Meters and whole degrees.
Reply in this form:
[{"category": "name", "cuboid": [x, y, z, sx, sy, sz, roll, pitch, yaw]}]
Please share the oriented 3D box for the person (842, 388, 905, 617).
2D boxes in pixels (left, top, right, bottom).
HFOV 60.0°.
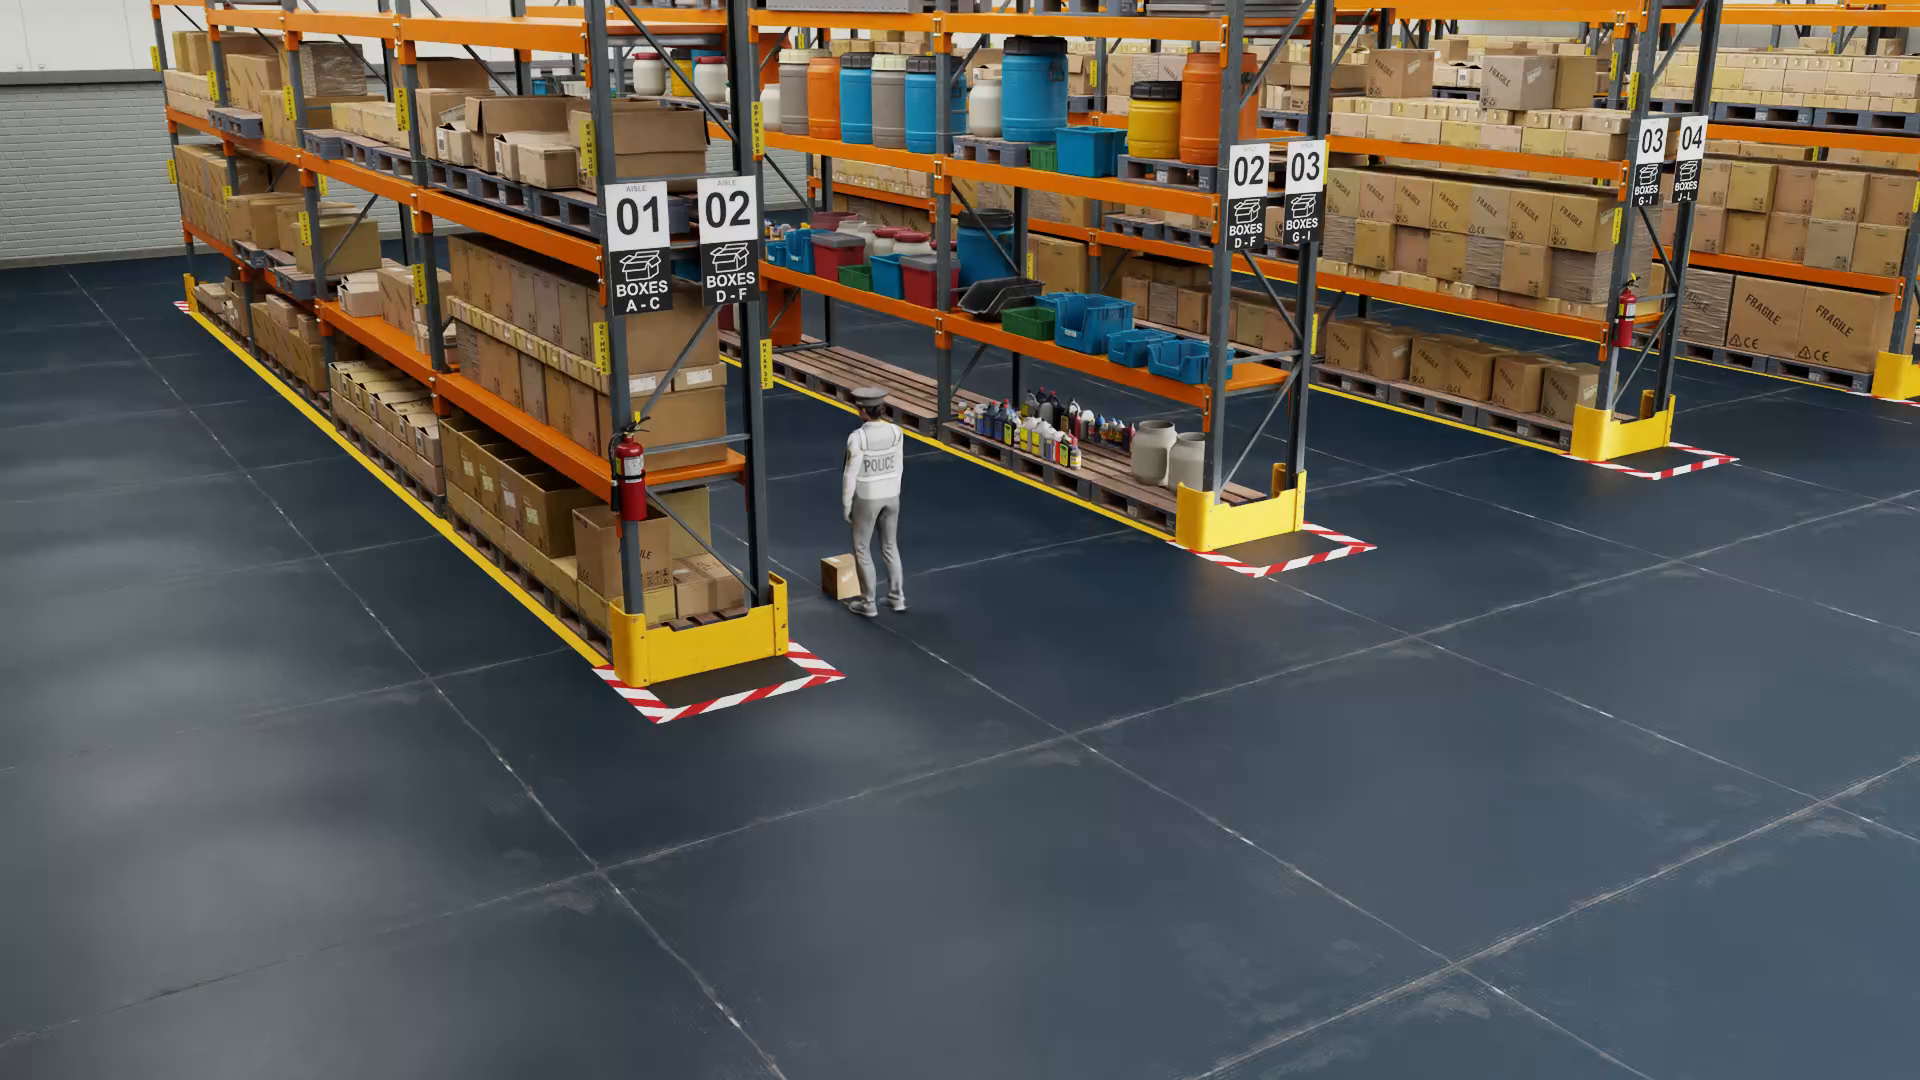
[{"category": "person", "cuboid": [-0.630, -0.266, 11.890, 0.470, 1.672, 0.328, -12, 22, -32]}]
